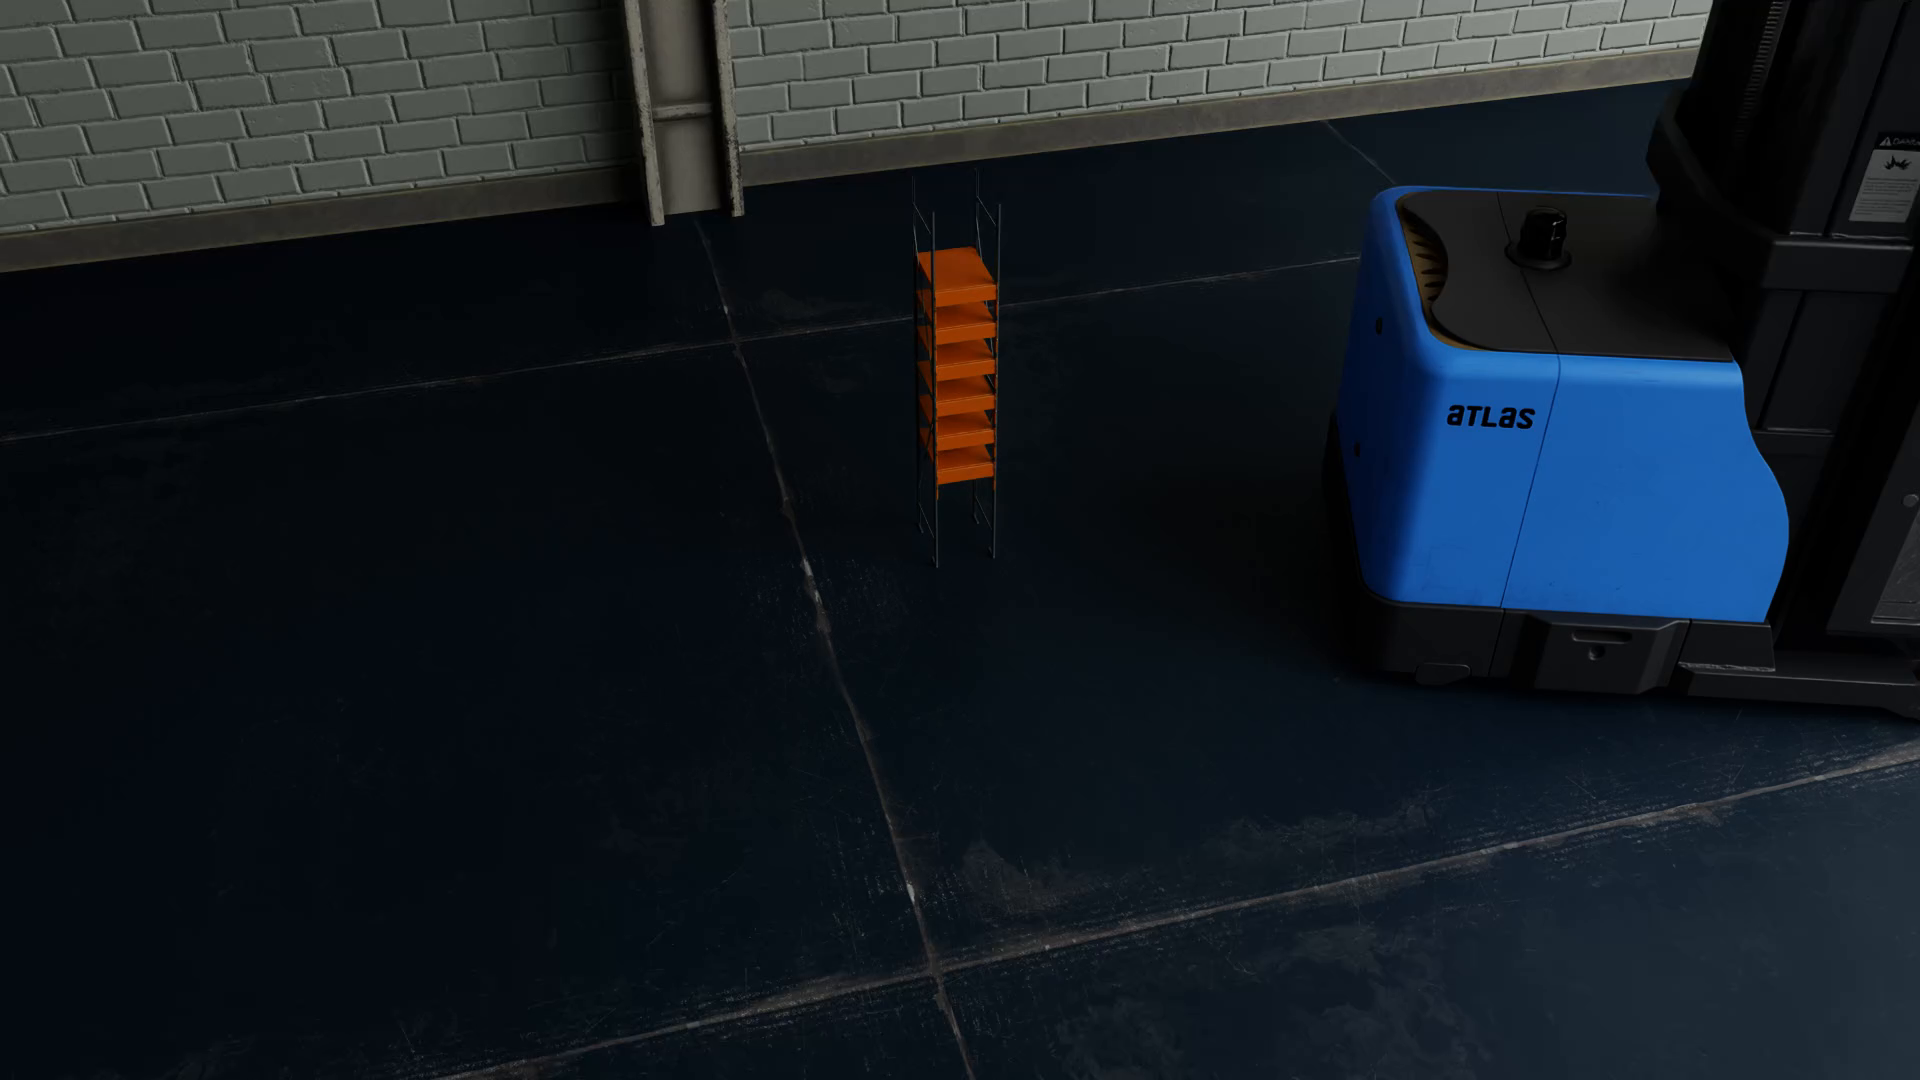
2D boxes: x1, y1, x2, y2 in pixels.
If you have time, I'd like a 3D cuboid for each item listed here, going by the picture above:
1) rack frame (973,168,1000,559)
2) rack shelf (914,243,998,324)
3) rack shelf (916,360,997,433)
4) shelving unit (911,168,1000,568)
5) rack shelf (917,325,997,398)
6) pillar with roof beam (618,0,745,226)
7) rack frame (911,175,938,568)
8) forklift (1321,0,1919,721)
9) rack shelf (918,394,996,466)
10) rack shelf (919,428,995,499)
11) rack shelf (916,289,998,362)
[{"bbox_3d":[0.074,-0.489,4.901,0.006,1.200,0.240,-9,38,-12],"label":"rack frame"},{"bbox_3d":[-0.014,-0.725,4.691,0.180,0.103,0.258,-9,38,-12],"label":"rack shelf"},{"bbox_3d":[-0.014,-0.439,4.909,0.180,0.103,0.258,-9,38,-12],"label":"rack shelf"},{"bbox_3d":[-0.014,-0.474,4.882,0.189,1.200,0.258,-9,38,-12],"label":"shelving unit"},{"bbox_3d":[-0.014,-0.534,4.837,0.180,0.103,0.258,-9,38,-12],"label":"rack shelf"},{"bbox_3d":[-0.023,-2.486,1.093,0.400,9.000,9.100,-9,38,-12],"label":"pillar with roof beam"},{"bbox_3d":[-0.102,-0.460,4.864,0.006,1.200,0.240,-9,38,-12],"label":"rack frame"},{"bbox_3d":[2.647,-0.980,4.119,3.031,2.935,1.130,3,38,4],"label":"forklift"},{"bbox_3d":[-0.014,-0.344,4.982,0.180,0.103,0.258,-9,38,-12],"label":"rack shelf"},{"bbox_3d":[-0.014,-0.248,5.055,0.180,0.103,0.258,-9,38,-12],"label":"rack shelf"},{"bbox_3d":[-0.014,-0.630,4.764,0.180,0.103,0.258,-9,38,-12],"label":"rack shelf"}]
